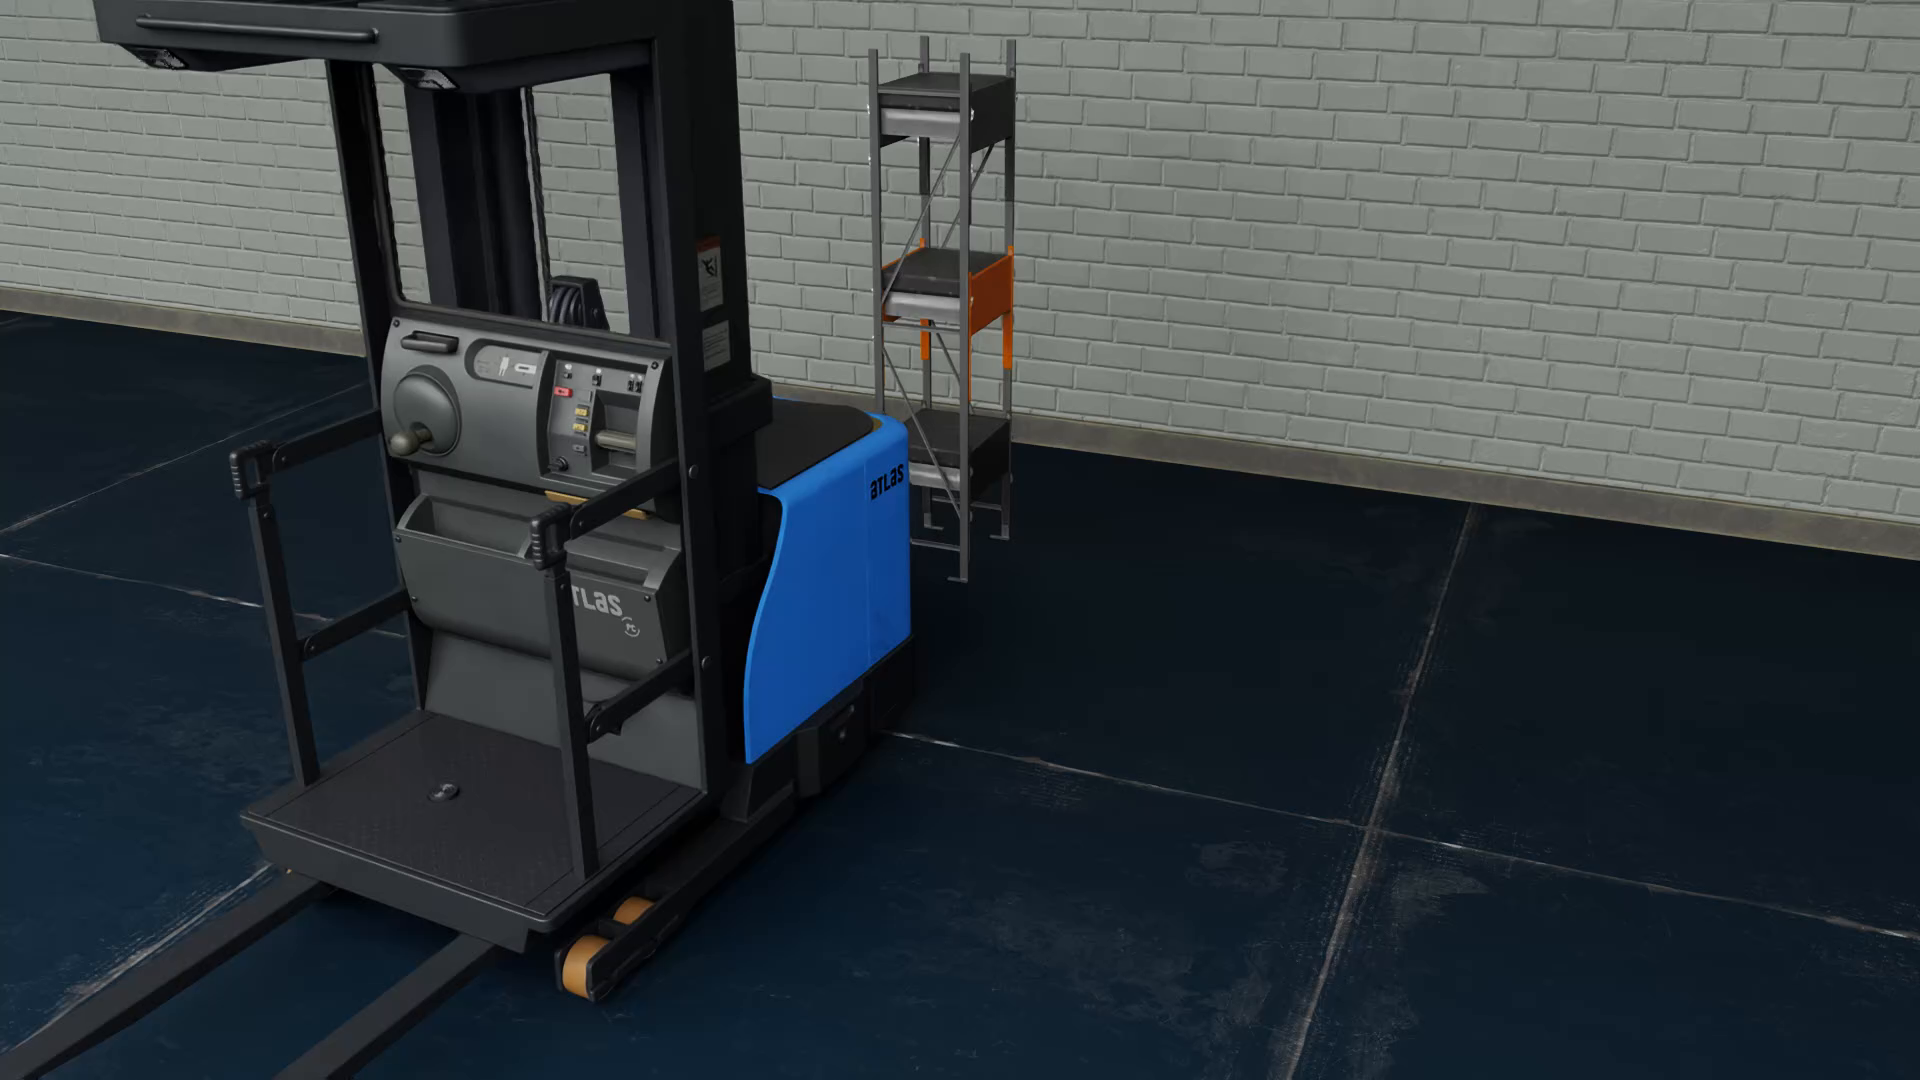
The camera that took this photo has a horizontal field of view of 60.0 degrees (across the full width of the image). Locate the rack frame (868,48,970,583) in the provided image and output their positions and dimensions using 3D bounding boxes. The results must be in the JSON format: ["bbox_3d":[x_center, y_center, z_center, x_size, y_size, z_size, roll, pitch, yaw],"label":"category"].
[{"bbox_3d":[-0.152,-0.822,6.494,0.400,2.100,0.015,9,24,20],"label":"rack frame"}]

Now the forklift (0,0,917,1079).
[{"bbox_3d":[-1.276,-0.343,4.268,1.130,2.935,3.031,11,25,25],"label":"forklift"}]

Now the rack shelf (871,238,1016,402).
[{"bbox_3d":[-0.061,-0.897,6.709,0.431,0.518,0.480,9,24,20],"label":"rack shelf"}]

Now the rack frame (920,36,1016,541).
[{"bbox_3d":[0.029,-0.997,6.913,0.400,2.100,0.015,9,24,20],"label":"rack frame"}]

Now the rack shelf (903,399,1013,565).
[{"bbox_3d":[-0.061,-0.251,6.979,0.431,0.518,0.480,9,24,20],"label":"rack shelf"}]

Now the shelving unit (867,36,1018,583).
[{"bbox_3d":[-0.061,-0.910,6.703,0.431,2.100,0.503,9,24,20],"label":"shelving unit"}]

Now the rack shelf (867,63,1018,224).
[{"bbox_3d":[-0.062,-1.543,6.439,0.431,0.518,0.480,9,24,20],"label":"rack shelf"}]
